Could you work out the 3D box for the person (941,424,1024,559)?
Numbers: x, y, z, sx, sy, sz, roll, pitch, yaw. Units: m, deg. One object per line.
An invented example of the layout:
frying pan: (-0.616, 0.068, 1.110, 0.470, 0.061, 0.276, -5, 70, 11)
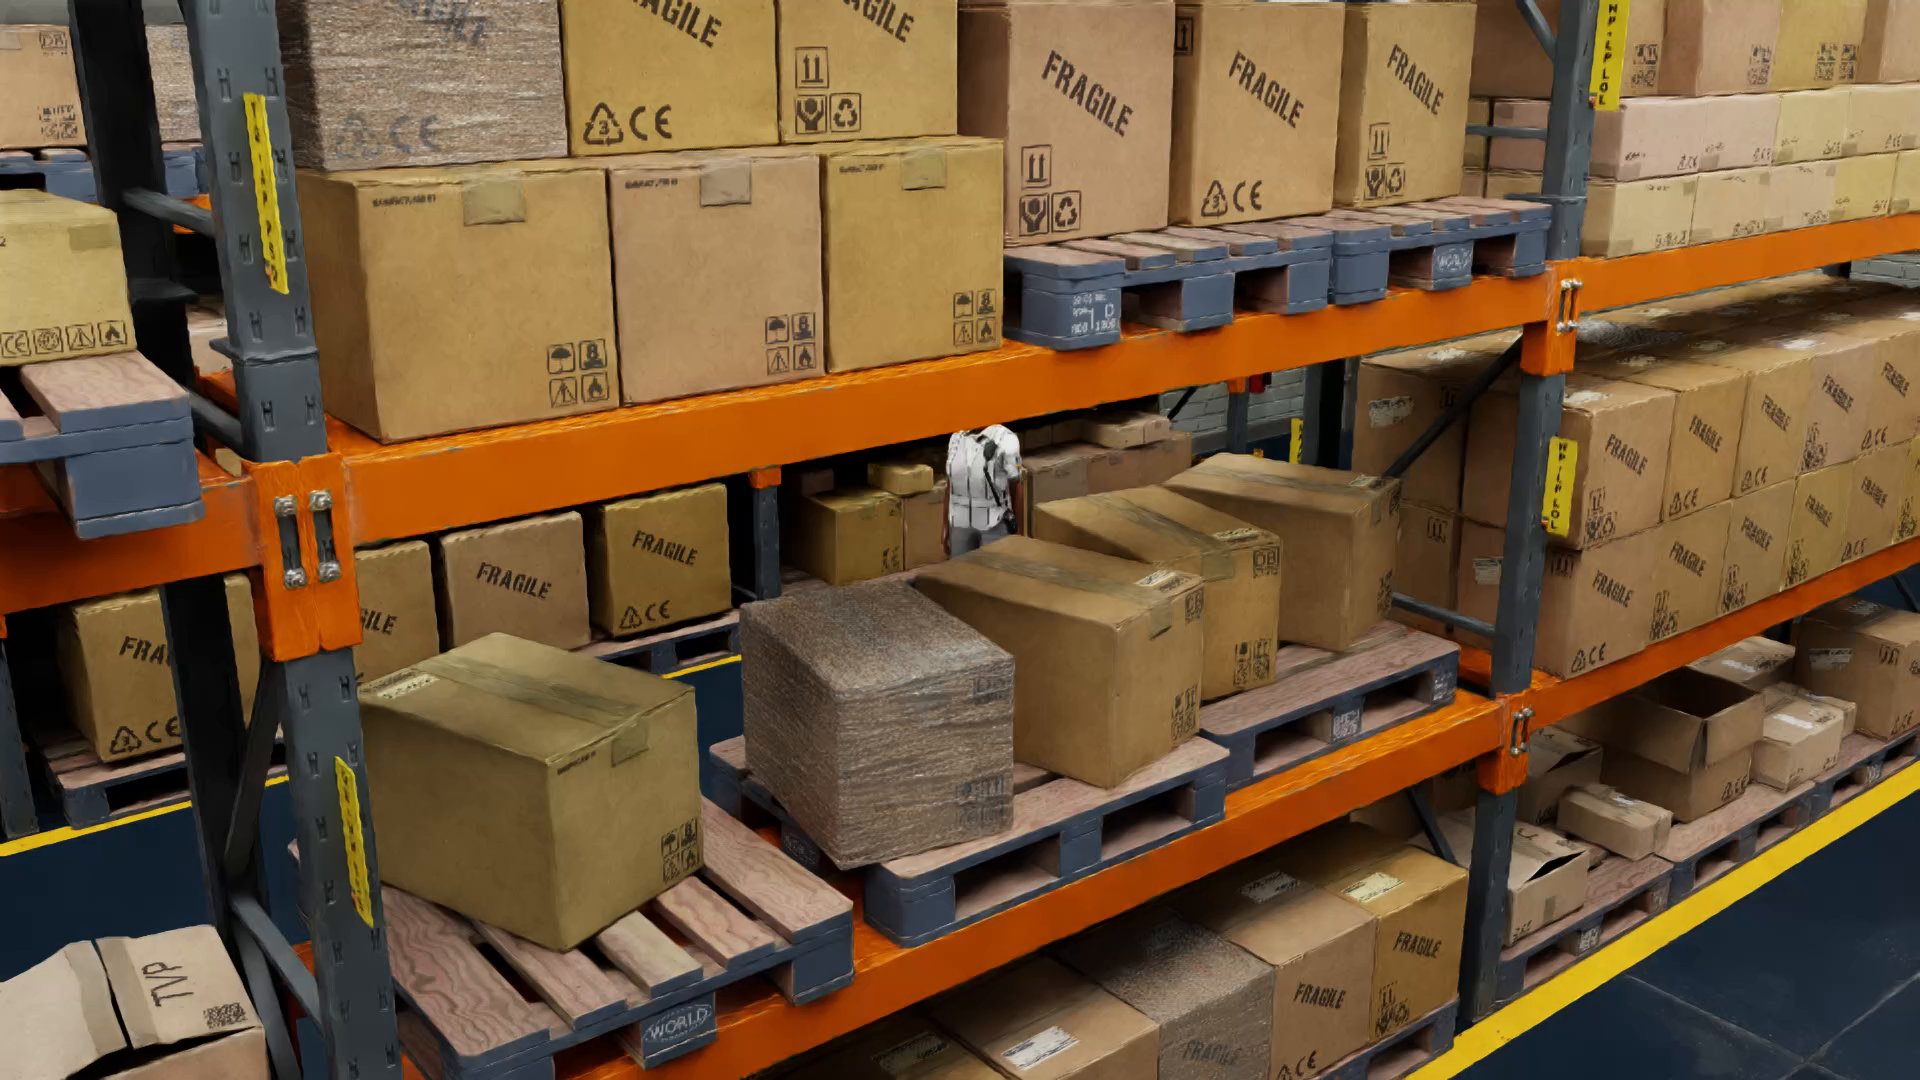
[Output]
person: (0.126, -0.043, 9.149, 0.535, 1.702, 0.404, 10, 20, 28)
